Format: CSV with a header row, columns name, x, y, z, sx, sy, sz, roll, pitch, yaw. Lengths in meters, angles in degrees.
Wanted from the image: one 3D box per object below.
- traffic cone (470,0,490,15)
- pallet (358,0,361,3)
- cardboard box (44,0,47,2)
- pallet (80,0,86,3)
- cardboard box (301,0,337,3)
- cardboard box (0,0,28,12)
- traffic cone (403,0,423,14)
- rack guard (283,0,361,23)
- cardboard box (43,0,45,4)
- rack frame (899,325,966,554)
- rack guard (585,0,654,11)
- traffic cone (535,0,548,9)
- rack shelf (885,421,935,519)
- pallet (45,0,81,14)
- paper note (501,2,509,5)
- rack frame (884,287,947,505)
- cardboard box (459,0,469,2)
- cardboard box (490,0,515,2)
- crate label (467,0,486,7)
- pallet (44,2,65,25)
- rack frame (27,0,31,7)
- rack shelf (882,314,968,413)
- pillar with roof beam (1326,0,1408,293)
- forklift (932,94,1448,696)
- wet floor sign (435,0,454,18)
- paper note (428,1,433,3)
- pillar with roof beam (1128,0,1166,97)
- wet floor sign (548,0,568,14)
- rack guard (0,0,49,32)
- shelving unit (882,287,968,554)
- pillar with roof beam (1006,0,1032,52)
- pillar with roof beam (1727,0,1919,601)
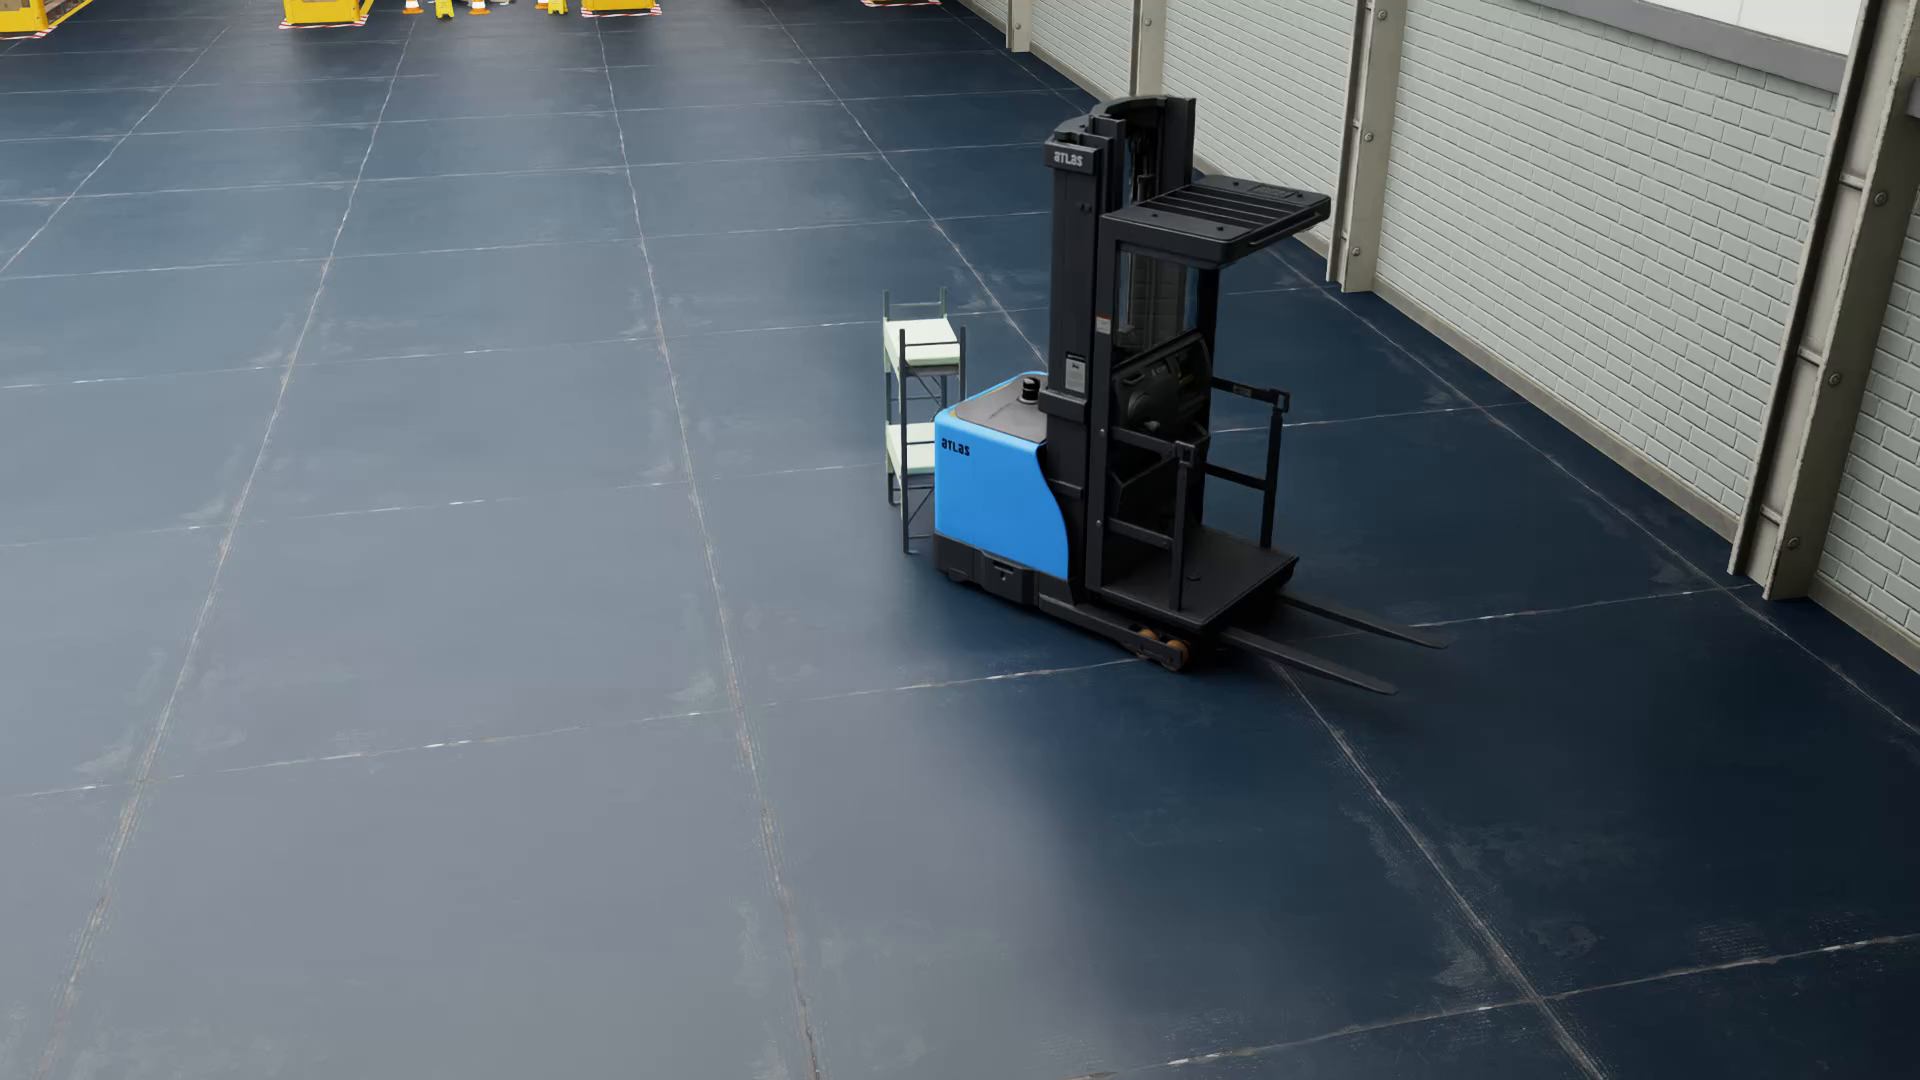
name,x,y,z,sx,sy,sz,roll,pitch,yaw
traffic cone,-8.350,-9.372,28.804,0.336,0.463,0.334,-6,27,-12
pallet,-11.320,-9.794,29.920,1.003,0.211,1.213,-6,27,-12
cardboard box,-16.062,-9.585,28.720,0.500,0.500,0.500,-3,27,-7
pallet,-16.363,-9.922,30.174,1.003,0.211,1.213,-6,27,-12
cardboard box,-11.009,-9.691,28.514,0.875,0.875,0.875,-6,27,-11
cardboard box,-15.771,-9.050,27.659,0.500,0.500,0.500,-1,27,-2
traffic cone,-9.528,-9.406,28.873,0.336,0.463,0.334,-6,27,-12
rack guard,-10.786,-9.035,28.096,1.175,0.500,0.348,-6,27,-12
cardboard box,-15.939,-9.309,28.172,0.500,0.500,0.500,1,27,2
rack frame,-0.165,-0.602,10.279,0.400,1.500,0.023,-4,27,-9
rack guard,-6.009,-9.626,29.267,1.175,0.500,0.348,-6,27,-12
traffic cone,-7.346,-9.634,29.323,0.336,0.463,0.334,-6,27,-12
rack shelf,-0.226,-0.474,10.748,0.431,0.370,0.720,-4,27,-9
pallet,-16.084,-9.385,29.111,1.003,0.211,1.213,-6,27,-12
paper note,-8.144,-9.596,29.728,0.148,0.019,0.142,-16,31,-29
rack frame,-0.287,-0.928,10.924,0.400,1.500,0.023,-4,27,-9
cardboard box,-8.854,-10.108,30.218,0.637,0.503,0.797,19,32,32
cardboard box,-8.255,-9.806,30.013,0.380,0.149,0.250,8,28,15
crate label,-8.588,-9.565,29.549,0.250,0.136,0.298,-23,35,-38
pallet,-15.813,-8.851,28.052,1.003,0.211,1.213,-6,27,-12
rack frame,-15.647,-9.702,26.643,1.000,3.000,0.127,-6,27,-12
rack shelf,-0.226,-1.114,10.426,0.431,0.370,0.720,-4,27,-9
pillar with roof beam,-0.573,-5.950,12.552,9.100,9.000,0.400,-6,27,-12
forklift,1.294,-0.849,9.179,3.031,2.935,1.130,20,33,34
wet floor sign,-8.856,-9.299,28.457,0.267,0.644,0.232,-11,29,-20
paper note,-9.482,-9.678,29.892,0.144,0.017,0.142,3,27,6
pillar with roof beam,-1.925,-8.584,17.771,9.100,9.000,0.400,-6,27,-12
wet floor sign,-6.992,-9.465,28.787,0.267,0.644,0.232,3,27,6
rack guard,-15.664,-8.620,27.273,1.175,0.500,0.348,-6,27,-12
shelving unit,-0.226,-0.765,10.601,0.431,1.500,0.755,-4,27,-9
pillar with roof beam,-3.278,-11.218,22.989,9.100,9.000,0.400,-6,27,-12
pillar with roof beam,0.779,-3.316,7.334,9.100,9.000,0.400,-6,27,-12
